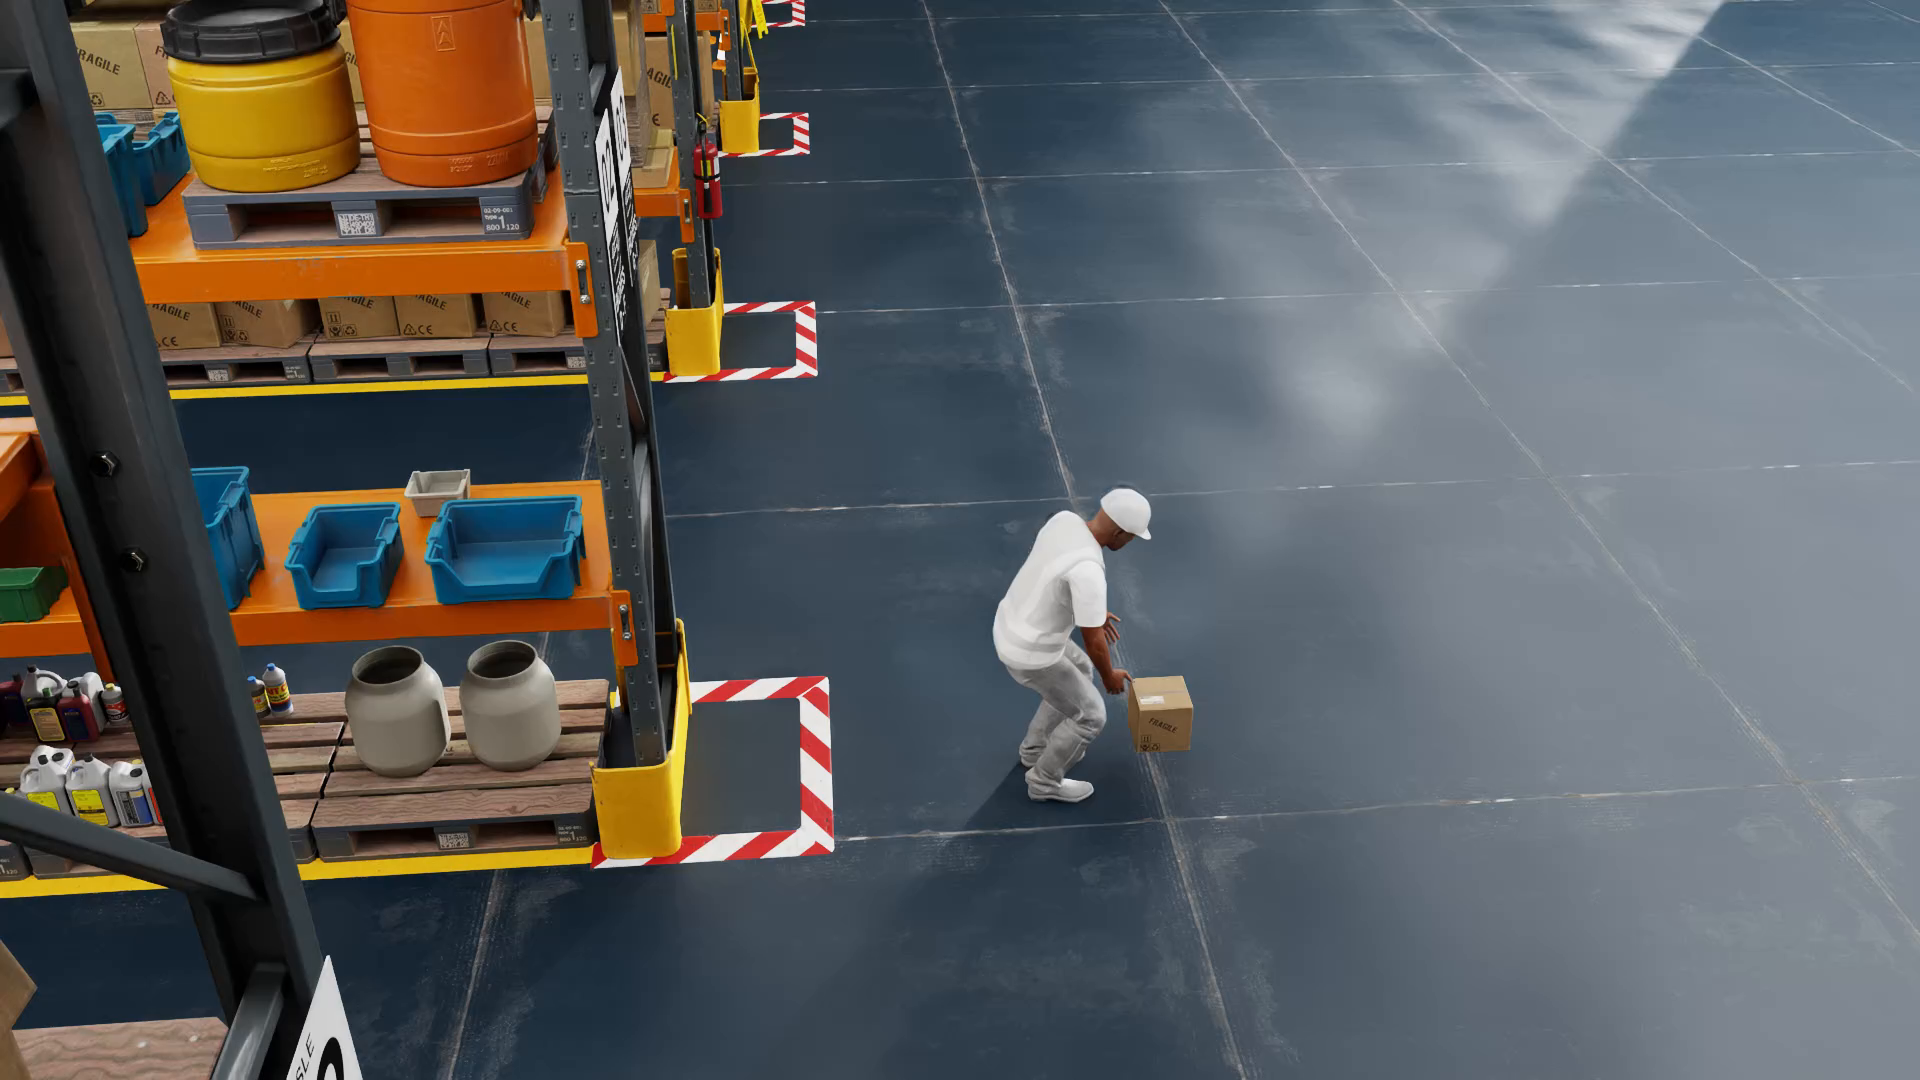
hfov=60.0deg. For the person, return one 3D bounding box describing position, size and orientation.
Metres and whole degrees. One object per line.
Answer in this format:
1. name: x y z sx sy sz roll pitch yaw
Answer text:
1. person: 0.494 0.446 7.513 0.682 1.517 0.627 -3 31 -4
